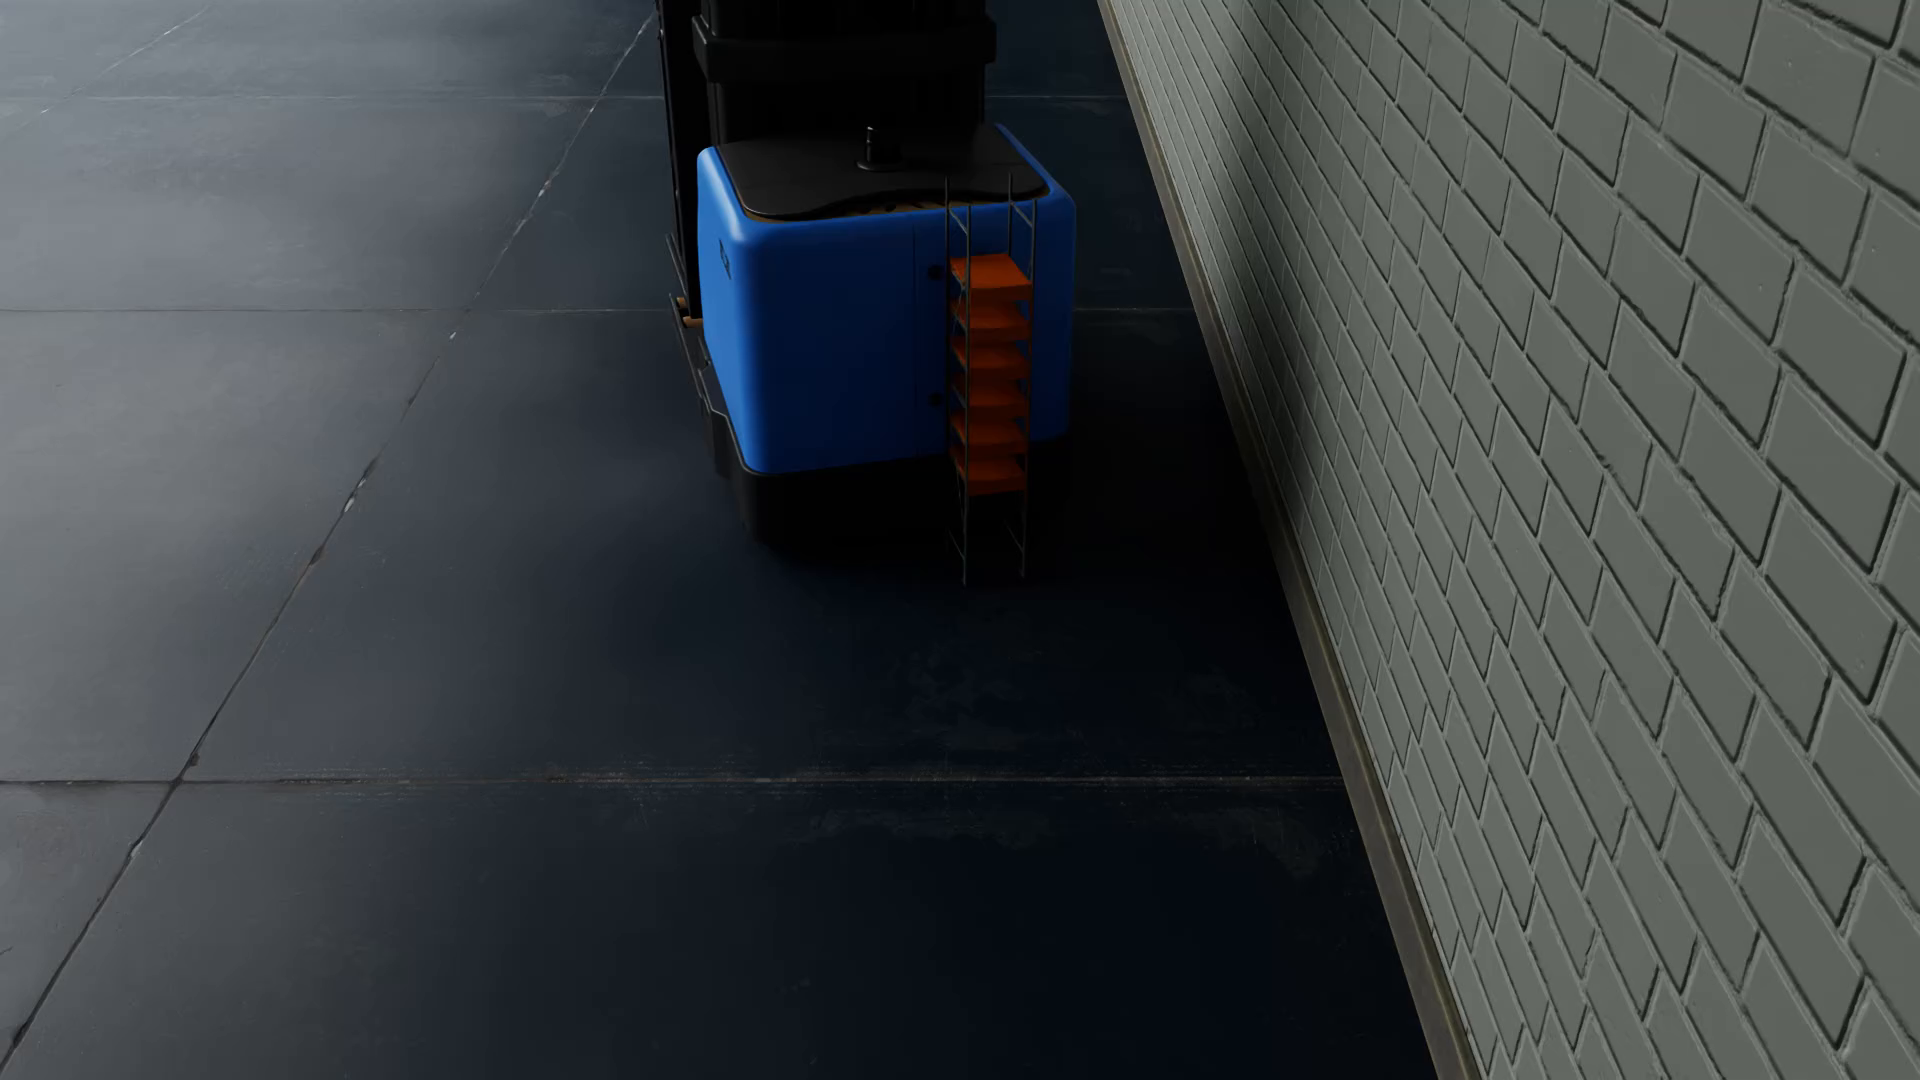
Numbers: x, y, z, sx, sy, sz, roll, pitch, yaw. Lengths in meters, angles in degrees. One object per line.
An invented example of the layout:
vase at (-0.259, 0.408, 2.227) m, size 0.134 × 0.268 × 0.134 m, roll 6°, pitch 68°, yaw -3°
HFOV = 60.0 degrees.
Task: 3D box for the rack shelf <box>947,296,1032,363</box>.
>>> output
rack shelf at (0.080, -0.609, 4.719) m, size 0.180 × 0.103 × 0.258 m, roll -8°, pitch 32°, yaw -13°

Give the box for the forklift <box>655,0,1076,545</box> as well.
forklift at (-0.517, -1.992, 5.708) m, size 1.130 × 2.935 × 3.031 m, roll -8°, pitch 32°, yaw -13°

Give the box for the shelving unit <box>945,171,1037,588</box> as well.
shelving unit at (0.079, -0.442, 4.820) m, size 0.189 × 1.200 × 0.258 m, roll -8°, pitch 32°, yaw -13°

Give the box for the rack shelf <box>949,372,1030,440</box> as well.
rack shelf at (0.079, -0.404, 4.843) m, size 0.180 × 0.103 × 0.258 m, roll -8°, pitch 32°, yaw -13°

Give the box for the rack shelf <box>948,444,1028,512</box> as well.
rack shelf at (0.077, -0.198, 4.967) m, size 0.180 × 0.103 × 0.258 m, roll -8°, pitch 32°, yaw -13°

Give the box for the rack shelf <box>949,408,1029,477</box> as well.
rack shelf at (0.078, -0.301, 4.905) m, size 0.180 × 0.103 × 0.258 m, roll -8°, pitch 32°, yaw -13°

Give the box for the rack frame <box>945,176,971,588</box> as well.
rack frame at (-0.009, -0.430, 4.799) m, size 0.006 × 1.200 × 0.240 m, roll -8°, pitch 32°, yaw -13°

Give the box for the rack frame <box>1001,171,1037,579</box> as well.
rack frame at (0.167, -0.454, 4.842) m, size 0.006 × 1.200 × 0.240 m, roll -8°, pitch 32°, yaw -13°

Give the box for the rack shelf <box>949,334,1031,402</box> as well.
rack shelf at (0.079, -0.507, 4.781) m, size 0.180 × 0.103 × 0.258 m, roll -8°, pitch 32°, yaw -13°

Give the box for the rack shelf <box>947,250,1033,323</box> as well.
rack shelf at (0.081, -0.712, 4.657) m, size 0.180 × 0.103 × 0.258 m, roll -8°, pitch 32°, yaw -13°
